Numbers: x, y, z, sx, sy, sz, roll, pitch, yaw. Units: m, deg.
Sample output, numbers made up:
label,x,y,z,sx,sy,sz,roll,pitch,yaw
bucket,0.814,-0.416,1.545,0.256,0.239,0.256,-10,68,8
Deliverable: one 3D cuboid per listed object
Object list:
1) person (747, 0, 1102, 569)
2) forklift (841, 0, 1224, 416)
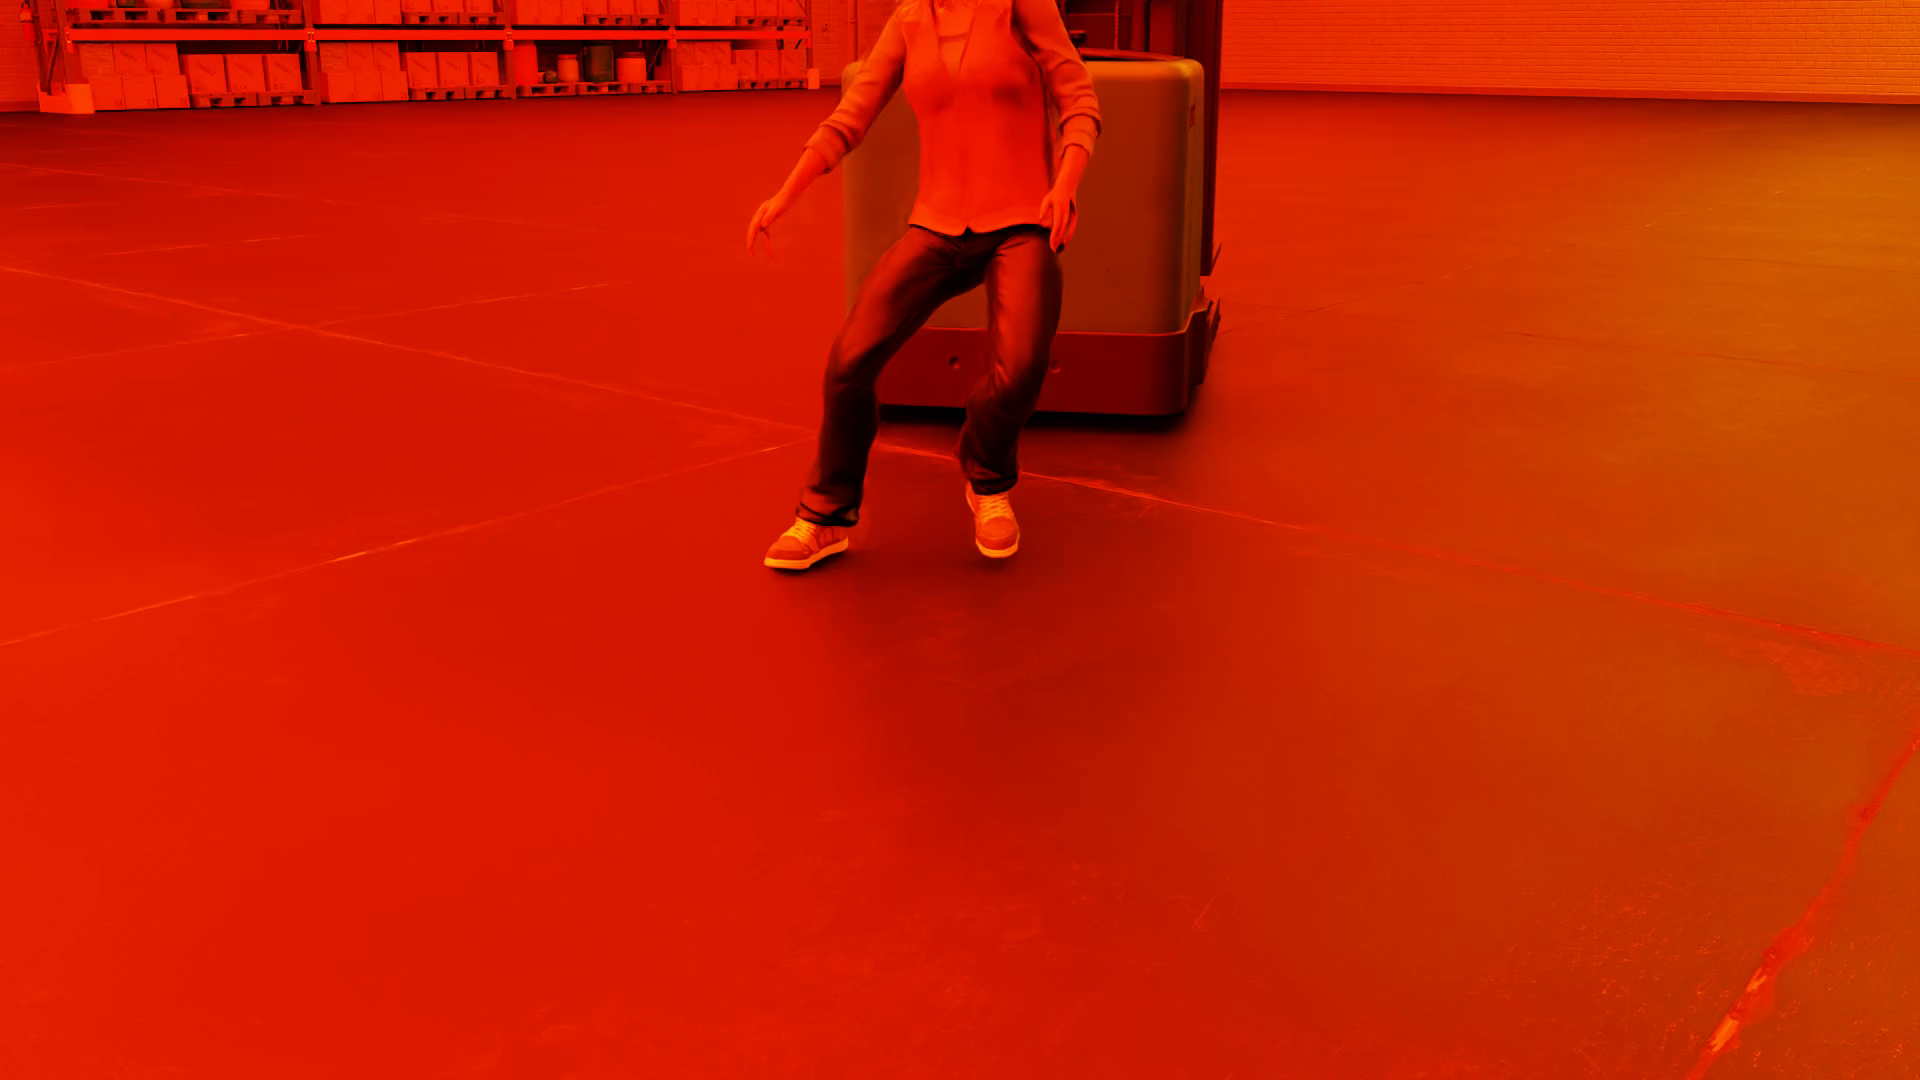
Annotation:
label,x,y,z,sx,sy,sz,roll,pitch,yaw
person,-0.057,-0.656,3.542,0.684,1.480,0.514,6,18,19
forklift,0.423,-2.155,5.996,1.130,2.935,3.031,3,17,11
